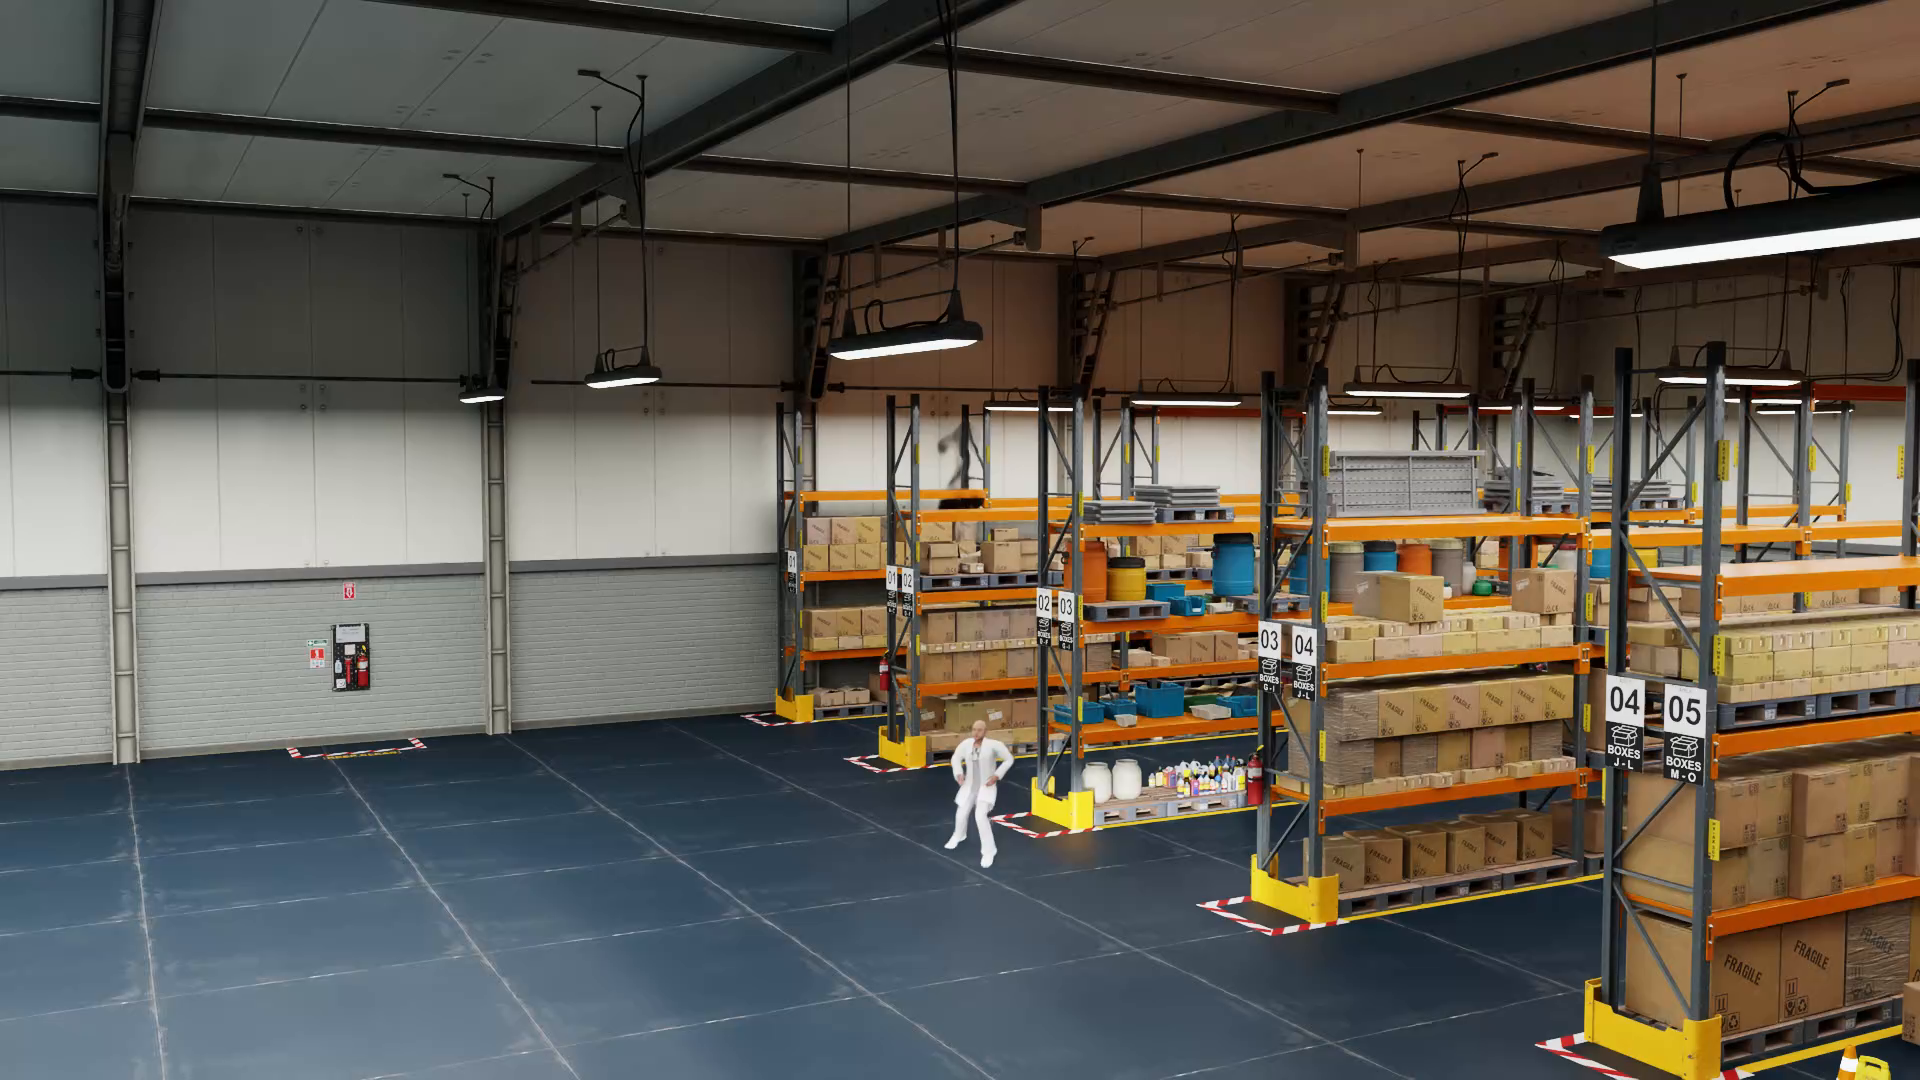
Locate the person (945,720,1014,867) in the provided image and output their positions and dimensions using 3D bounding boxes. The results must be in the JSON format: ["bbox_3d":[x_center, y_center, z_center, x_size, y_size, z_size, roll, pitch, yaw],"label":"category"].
[{"bbox_3d":[0.204,3.129,20.832,0.935,1.777,0.821,1,3,21],"label":"person"}]
